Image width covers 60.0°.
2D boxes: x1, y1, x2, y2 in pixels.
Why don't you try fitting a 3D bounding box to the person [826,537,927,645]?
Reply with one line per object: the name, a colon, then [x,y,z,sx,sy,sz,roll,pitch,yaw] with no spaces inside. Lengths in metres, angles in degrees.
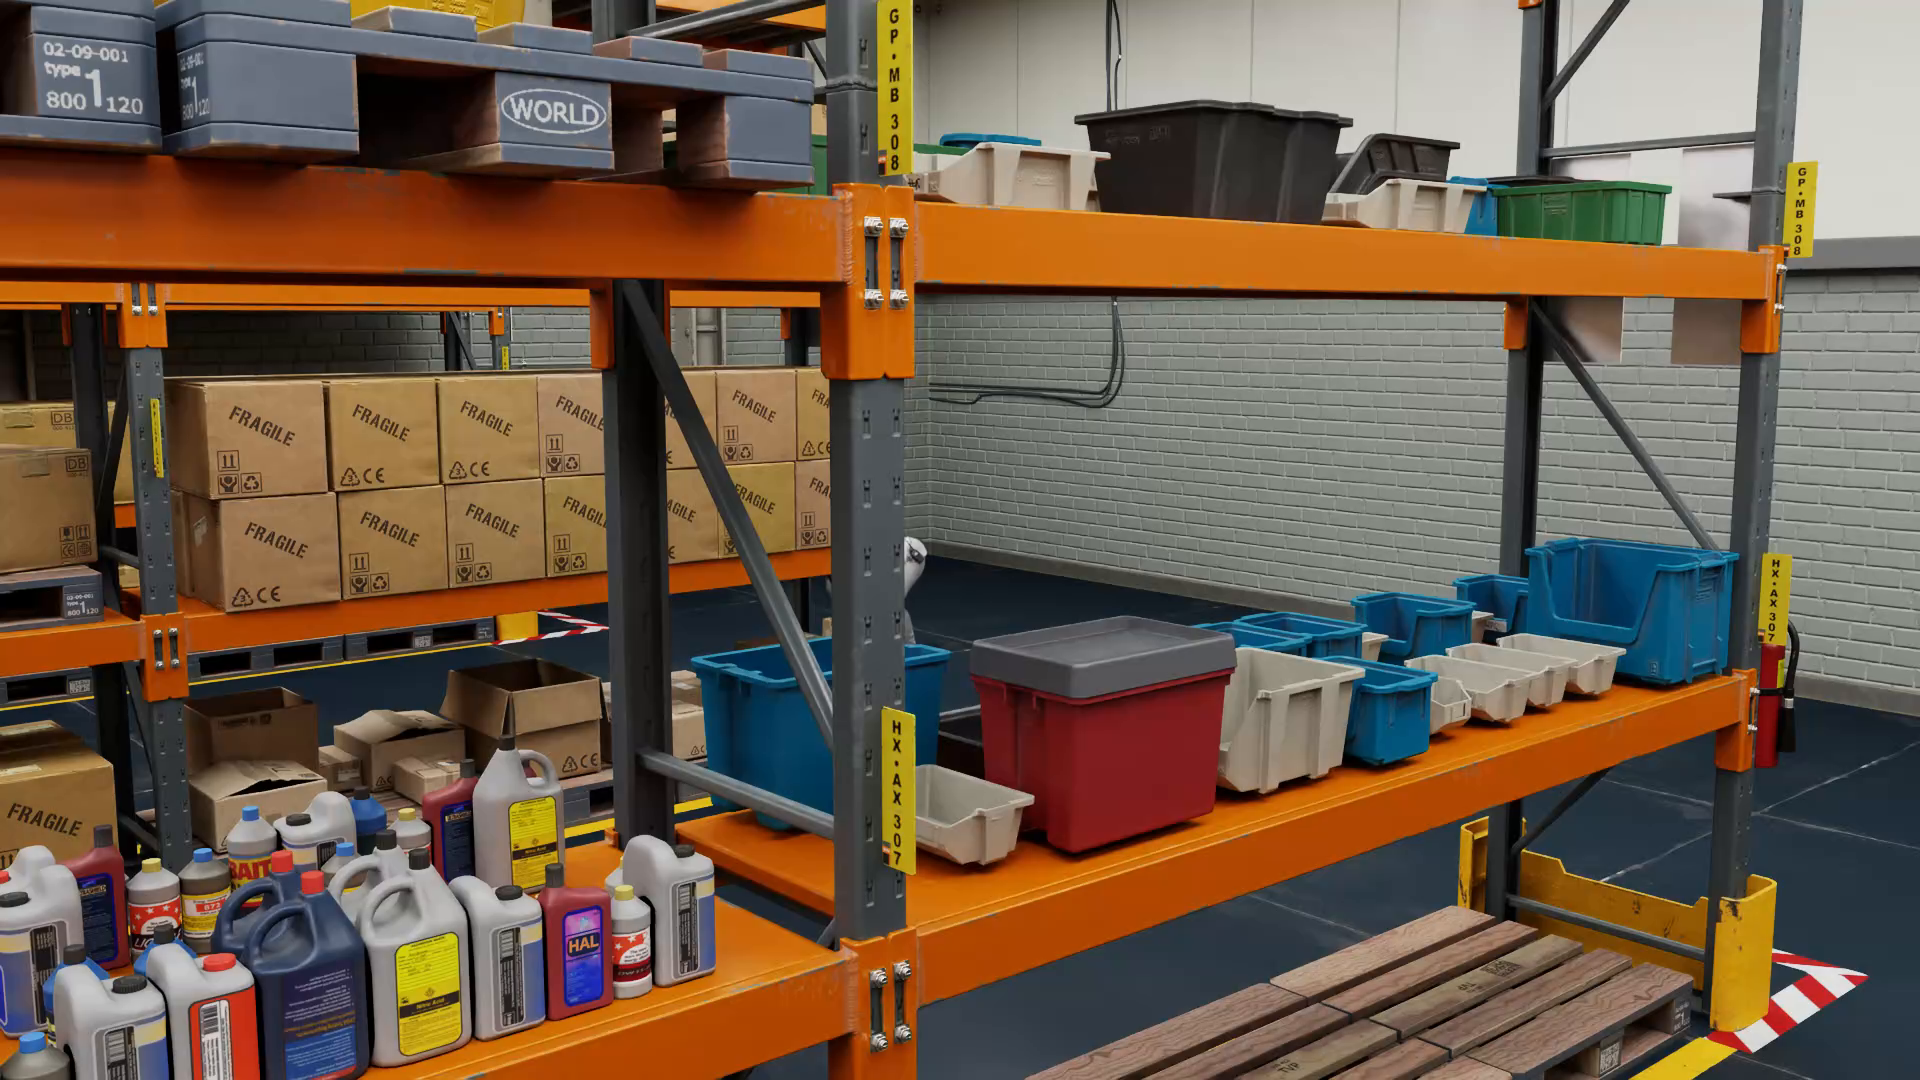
person: [-0.642,0.440,12.808,0.882,0.919,0.457,-7,10,-44]
